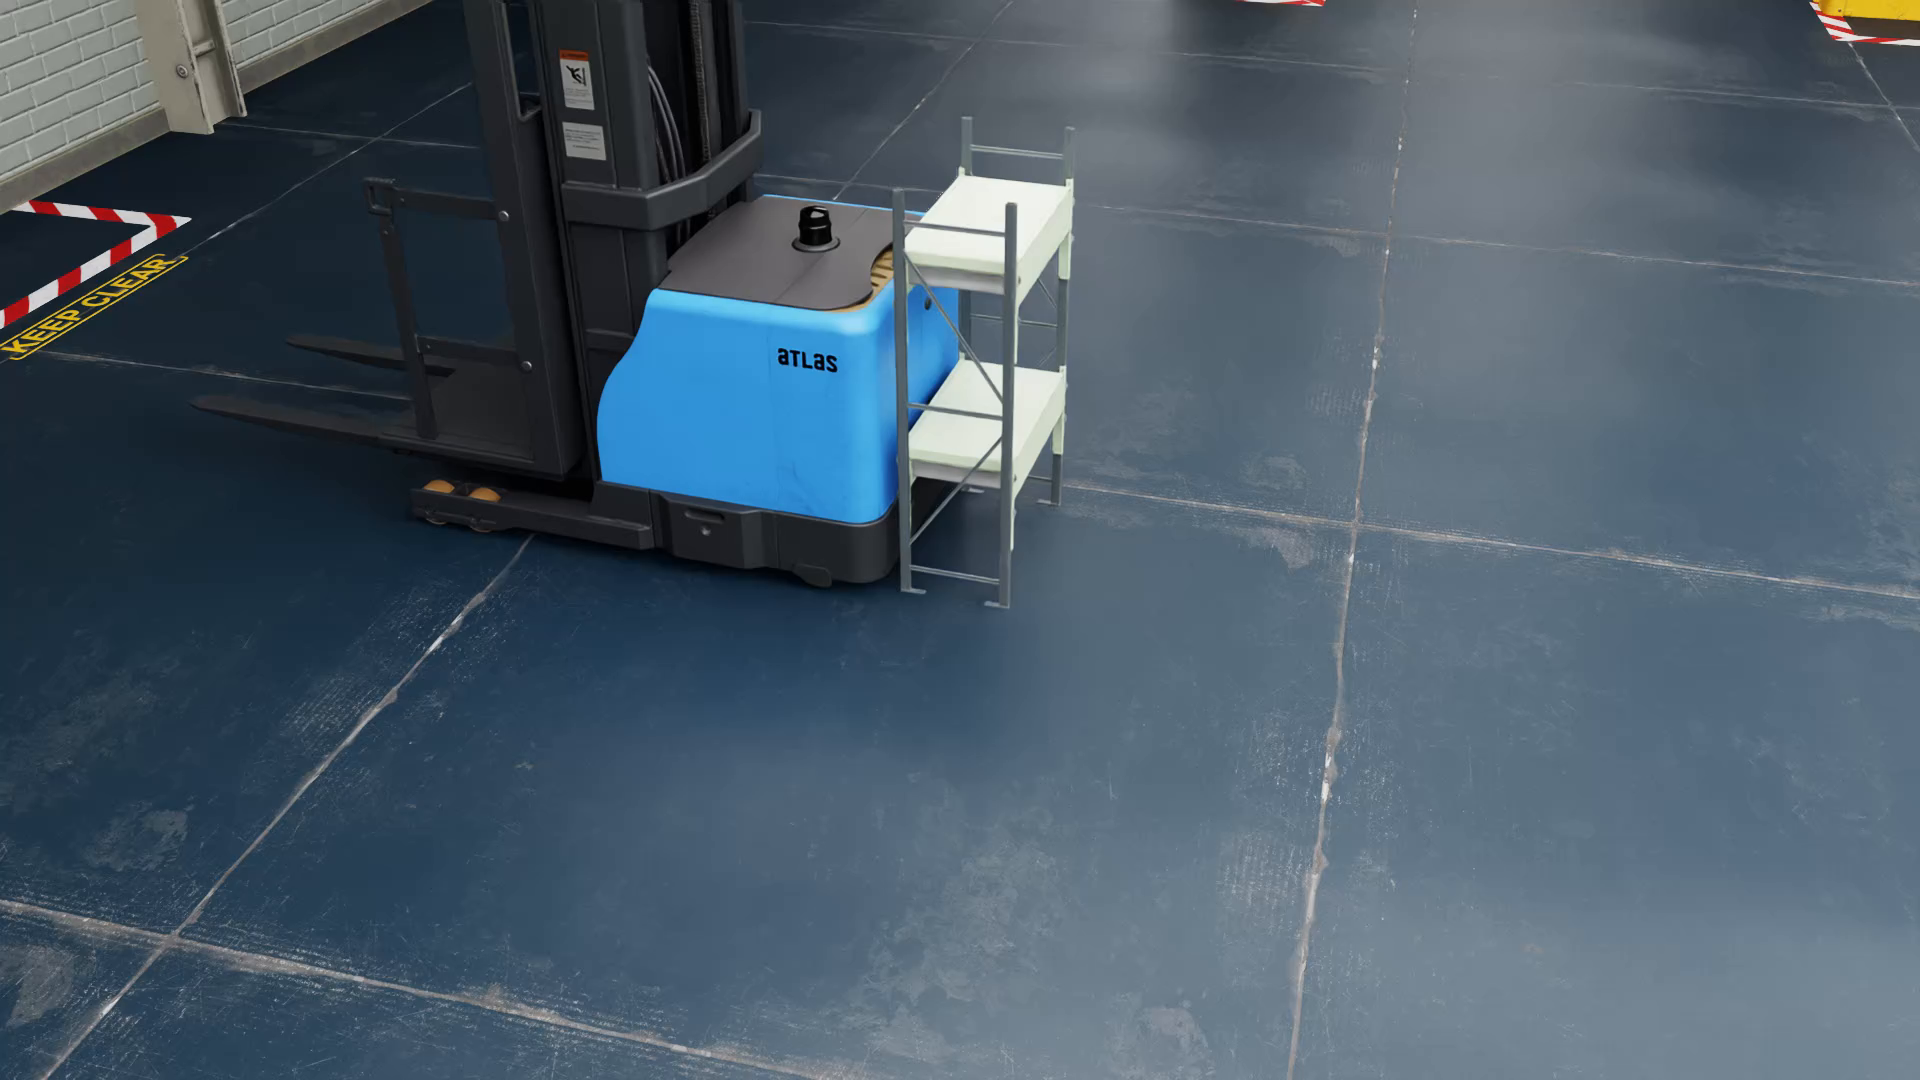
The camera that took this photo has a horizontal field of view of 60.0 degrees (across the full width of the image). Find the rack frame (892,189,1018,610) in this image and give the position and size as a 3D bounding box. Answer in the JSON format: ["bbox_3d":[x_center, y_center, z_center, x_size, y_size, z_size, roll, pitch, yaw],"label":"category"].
[{"bbox_3d":[-0.018,-0.422,5.516,0.400,1.500,0.023,9,34,14],"label":"rack frame"}]

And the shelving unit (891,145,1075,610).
[{"bbox_3d":[0.089,-0.608,5.809,0.431,1.500,0.748,9,34,14],"label":"shelving unit"}]

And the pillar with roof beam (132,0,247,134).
[{"bbox_3d":[-0.514,-5.808,6.998,9.100,9.000,0.400,8,33,12],"label":"pillar with roof beam"}]

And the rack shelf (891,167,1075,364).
[{"bbox_3d":[0.090,-0.939,5.602,0.431,0.370,0.720,9,34,14],"label":"rack shelf"}]

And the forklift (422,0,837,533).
[{"bbox_3d":[10.089,-2.599,7.666,21.805,2.867,12.119,10,34,15],"label":"forklift"}]

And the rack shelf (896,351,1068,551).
[{"bbox_3d":[0.090,-0.335,5.986,0.431,0.370,0.720,9,34,14],"label":"rack shelf"}]

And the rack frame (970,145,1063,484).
[{"bbox_3d":[0.199,-0.797,6.106,0.380,1.308,0.010,9,34,14],"label":"rack frame"}]

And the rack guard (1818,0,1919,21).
[{"bbox_3d":[7.060,-4.137,12.291,1.175,0.500,0.348,8,33,12],"label":"rack guard"}]
